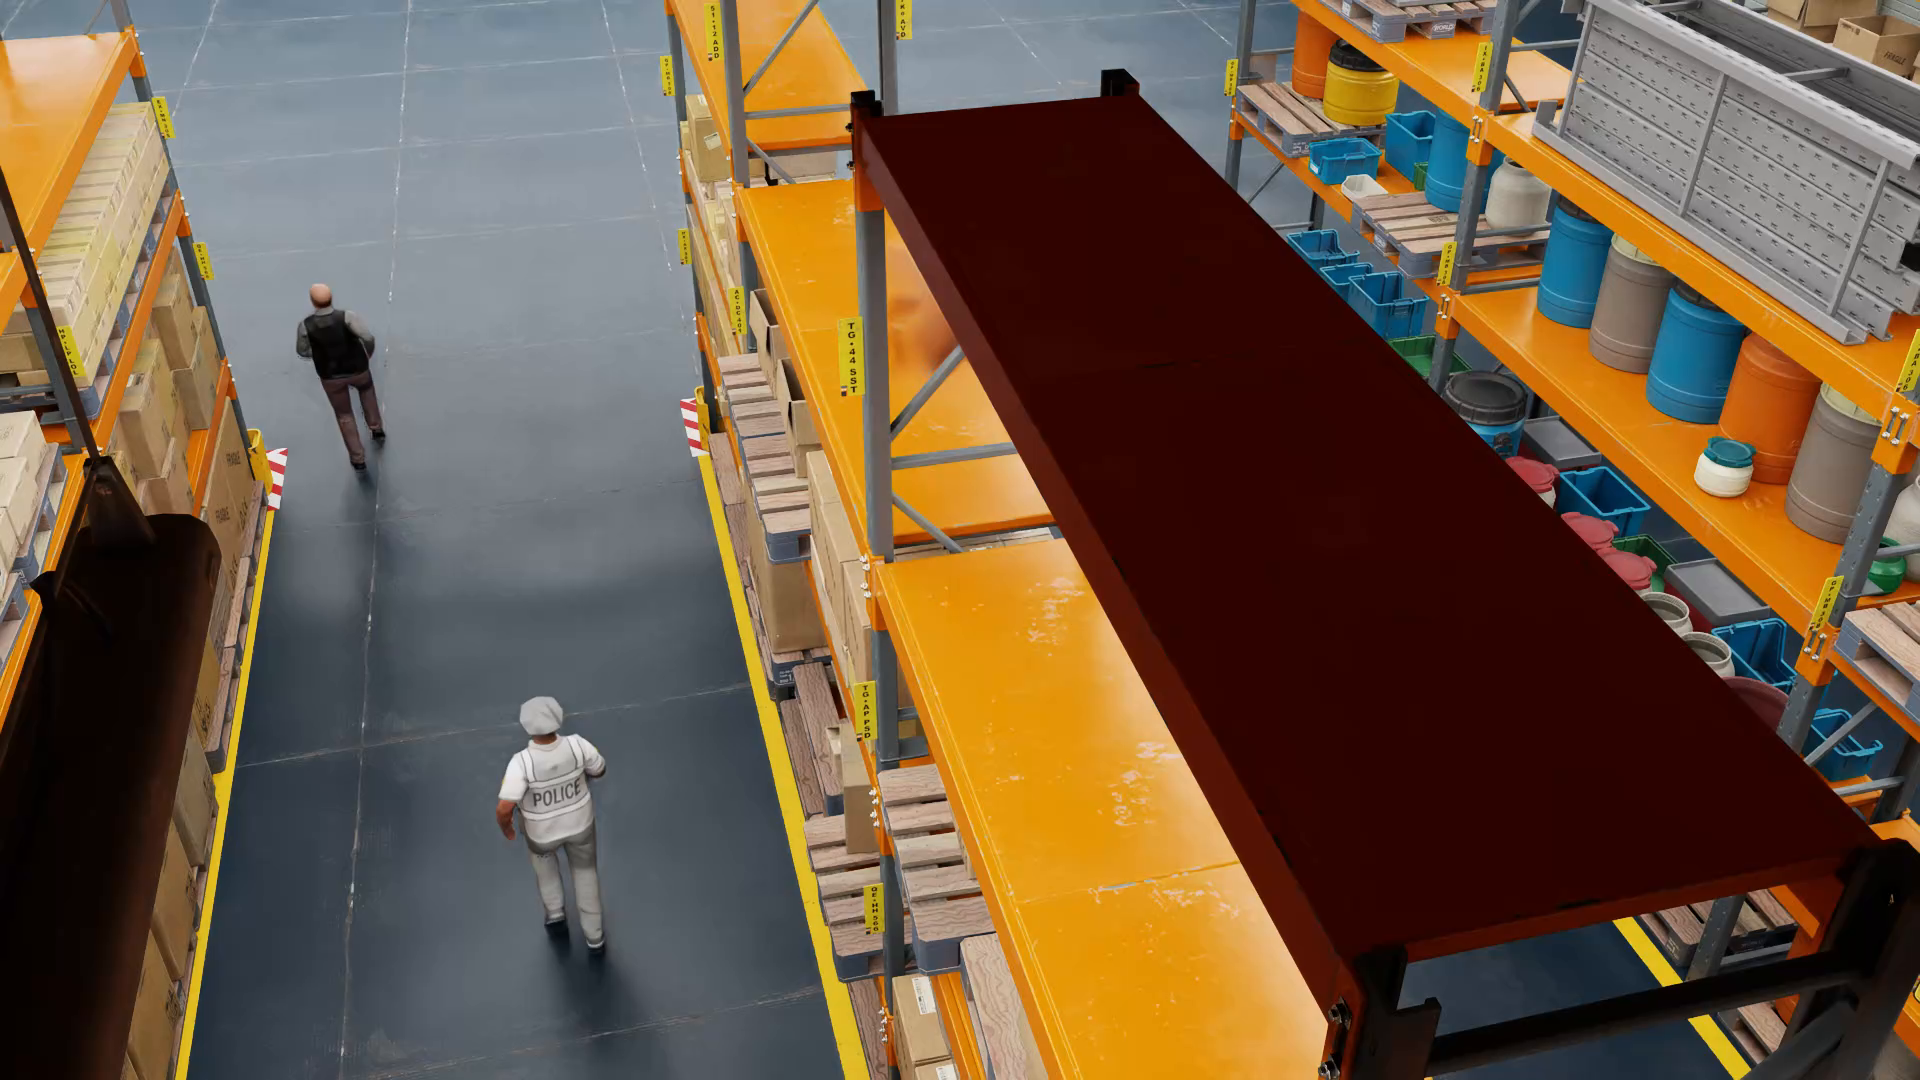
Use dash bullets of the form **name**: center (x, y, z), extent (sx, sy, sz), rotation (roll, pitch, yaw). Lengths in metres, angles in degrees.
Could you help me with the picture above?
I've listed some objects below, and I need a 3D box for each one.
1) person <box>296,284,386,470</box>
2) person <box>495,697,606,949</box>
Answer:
- **person**: center (-5.463, -1.457, 14.722), extent (0.656, 1.761, 0.790), rotation (-14, 37, -19)
- **person**: center (-2.449, 1.707, 10.084), extent (0.686, 1.851, 0.746), rotation (-13, 37, -18)
